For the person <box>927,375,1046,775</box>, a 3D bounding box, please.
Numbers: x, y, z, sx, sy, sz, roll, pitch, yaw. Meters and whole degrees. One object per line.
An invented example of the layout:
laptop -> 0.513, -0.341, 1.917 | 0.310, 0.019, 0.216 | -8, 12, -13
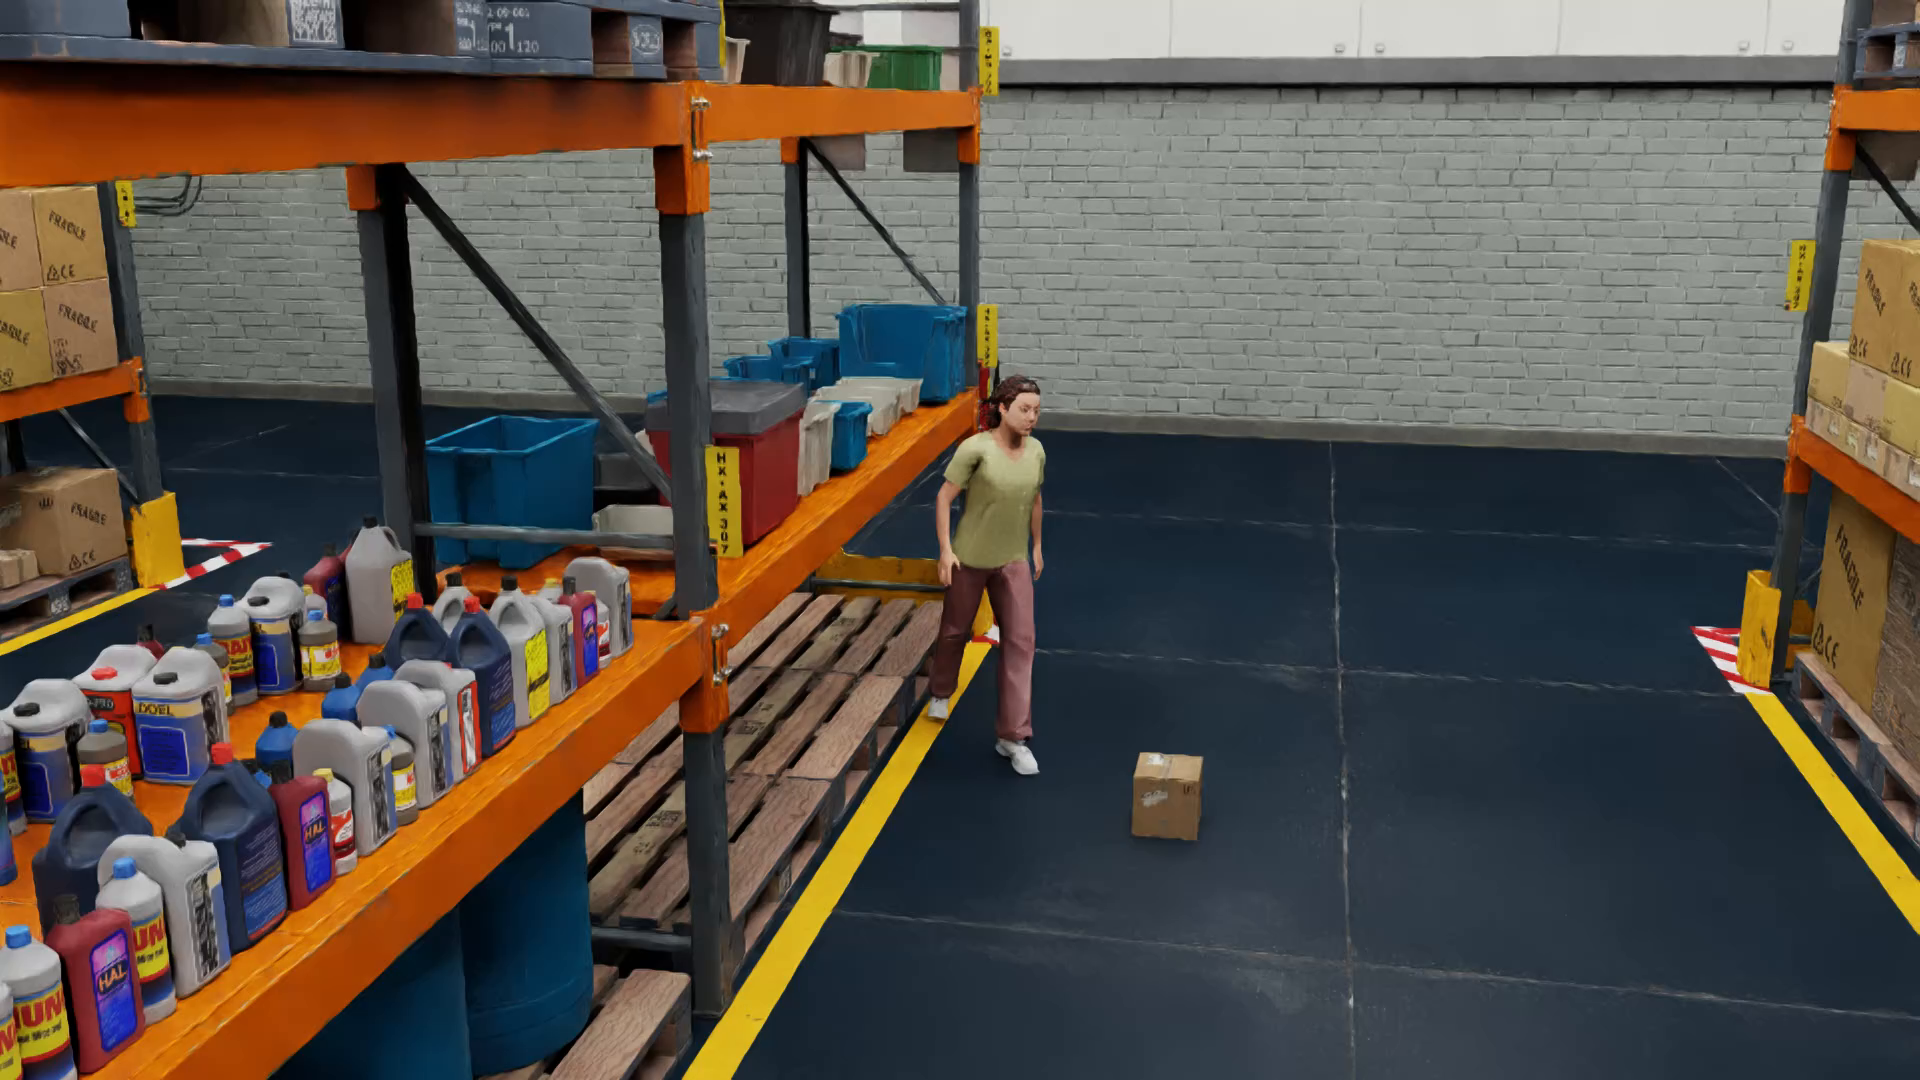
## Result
person -> 0.151, 0.104, 7.209 | 0.569, 1.618, 0.963 | -4, 15, -16
